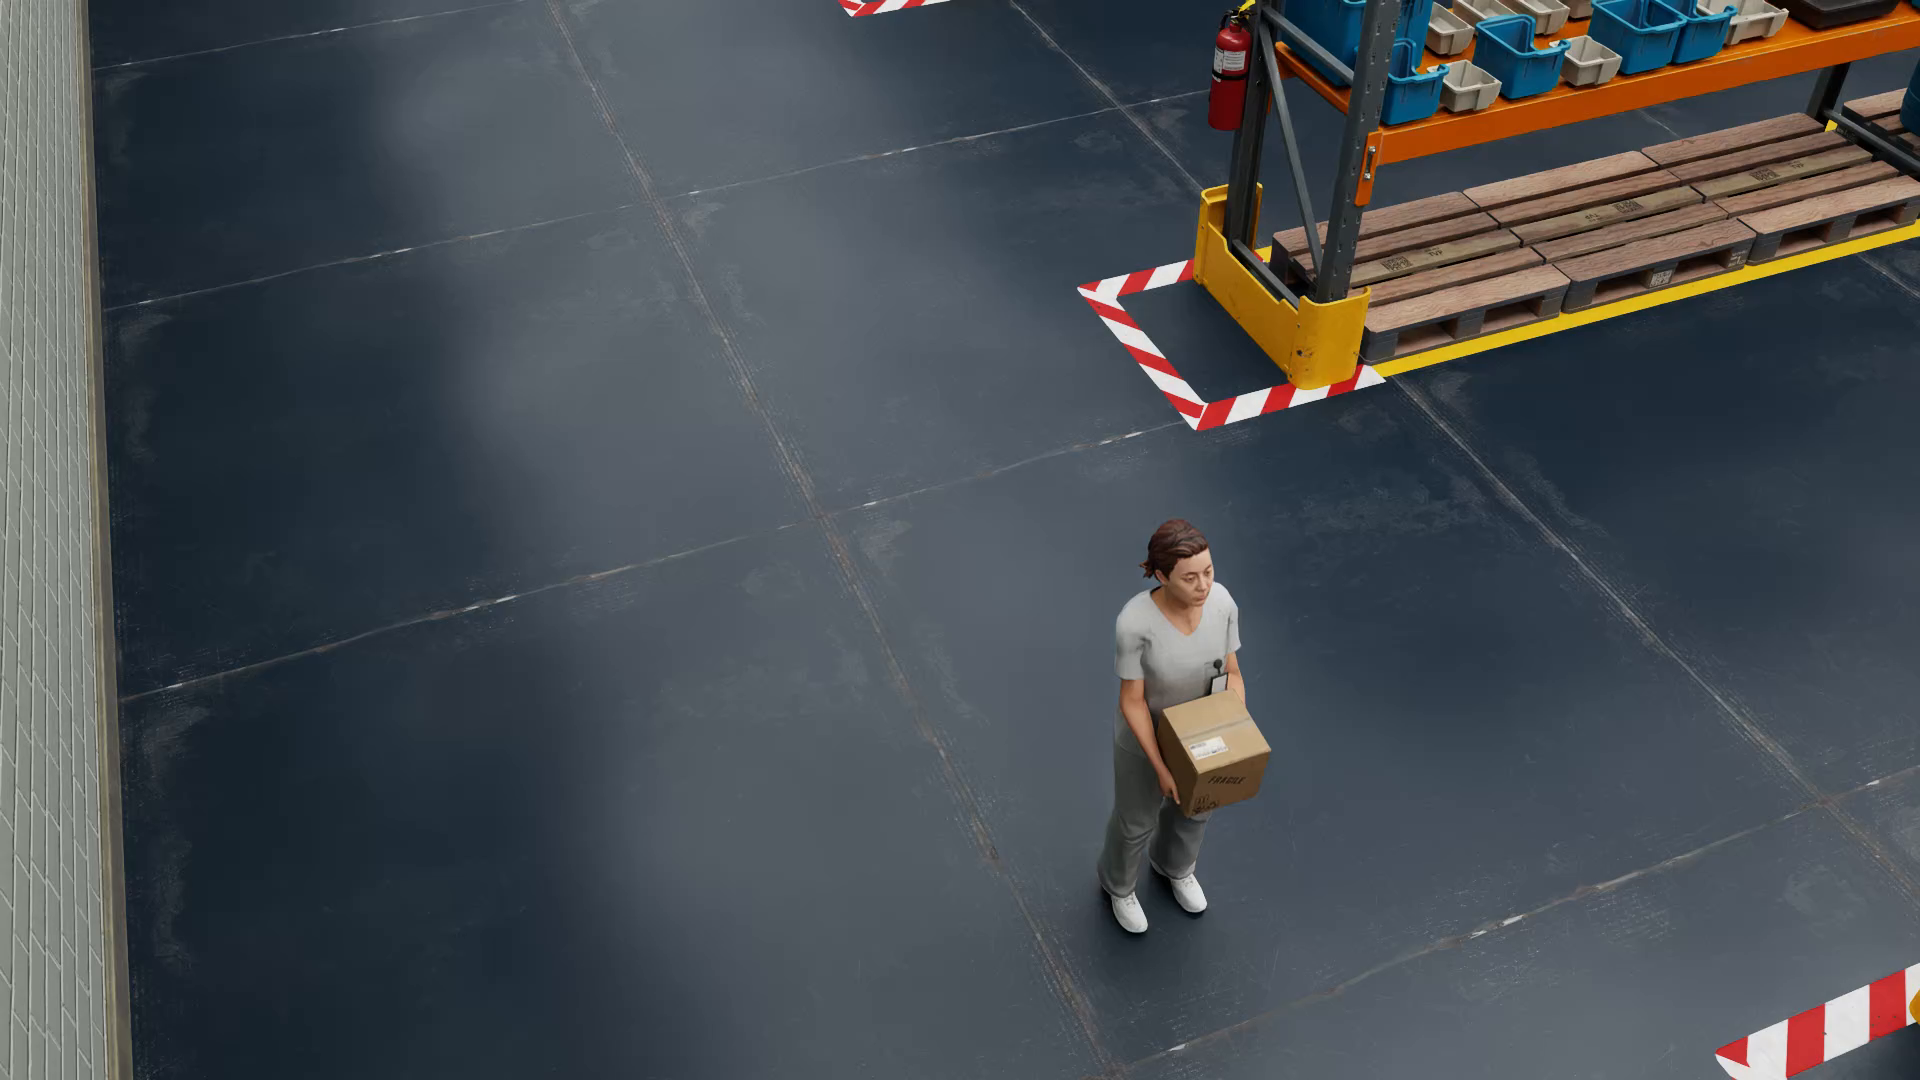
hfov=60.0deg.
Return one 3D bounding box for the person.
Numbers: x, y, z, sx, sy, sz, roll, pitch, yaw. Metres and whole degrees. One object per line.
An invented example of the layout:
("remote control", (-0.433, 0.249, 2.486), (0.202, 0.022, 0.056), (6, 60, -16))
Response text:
("person", (0.706, 0.670, 5.423), (0.437, 1.662, 0.555), (-15, 44, -16))
